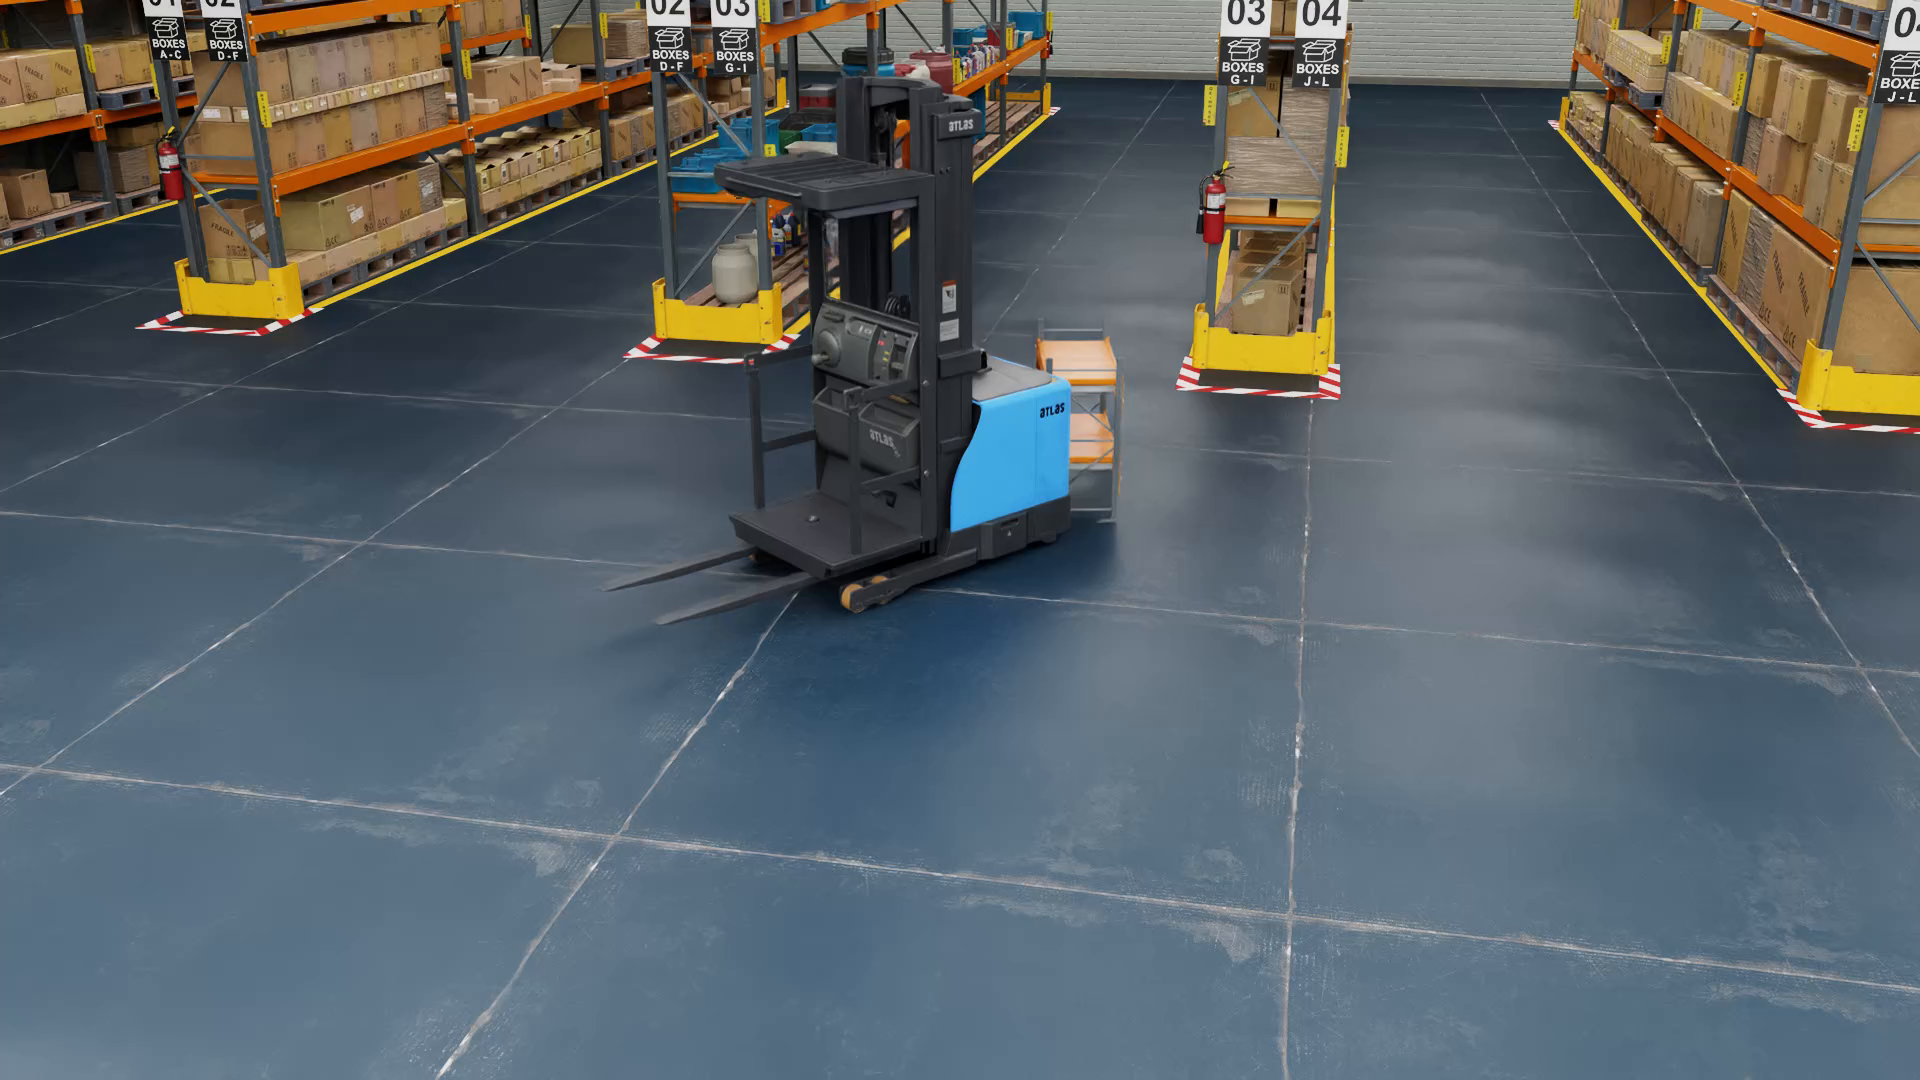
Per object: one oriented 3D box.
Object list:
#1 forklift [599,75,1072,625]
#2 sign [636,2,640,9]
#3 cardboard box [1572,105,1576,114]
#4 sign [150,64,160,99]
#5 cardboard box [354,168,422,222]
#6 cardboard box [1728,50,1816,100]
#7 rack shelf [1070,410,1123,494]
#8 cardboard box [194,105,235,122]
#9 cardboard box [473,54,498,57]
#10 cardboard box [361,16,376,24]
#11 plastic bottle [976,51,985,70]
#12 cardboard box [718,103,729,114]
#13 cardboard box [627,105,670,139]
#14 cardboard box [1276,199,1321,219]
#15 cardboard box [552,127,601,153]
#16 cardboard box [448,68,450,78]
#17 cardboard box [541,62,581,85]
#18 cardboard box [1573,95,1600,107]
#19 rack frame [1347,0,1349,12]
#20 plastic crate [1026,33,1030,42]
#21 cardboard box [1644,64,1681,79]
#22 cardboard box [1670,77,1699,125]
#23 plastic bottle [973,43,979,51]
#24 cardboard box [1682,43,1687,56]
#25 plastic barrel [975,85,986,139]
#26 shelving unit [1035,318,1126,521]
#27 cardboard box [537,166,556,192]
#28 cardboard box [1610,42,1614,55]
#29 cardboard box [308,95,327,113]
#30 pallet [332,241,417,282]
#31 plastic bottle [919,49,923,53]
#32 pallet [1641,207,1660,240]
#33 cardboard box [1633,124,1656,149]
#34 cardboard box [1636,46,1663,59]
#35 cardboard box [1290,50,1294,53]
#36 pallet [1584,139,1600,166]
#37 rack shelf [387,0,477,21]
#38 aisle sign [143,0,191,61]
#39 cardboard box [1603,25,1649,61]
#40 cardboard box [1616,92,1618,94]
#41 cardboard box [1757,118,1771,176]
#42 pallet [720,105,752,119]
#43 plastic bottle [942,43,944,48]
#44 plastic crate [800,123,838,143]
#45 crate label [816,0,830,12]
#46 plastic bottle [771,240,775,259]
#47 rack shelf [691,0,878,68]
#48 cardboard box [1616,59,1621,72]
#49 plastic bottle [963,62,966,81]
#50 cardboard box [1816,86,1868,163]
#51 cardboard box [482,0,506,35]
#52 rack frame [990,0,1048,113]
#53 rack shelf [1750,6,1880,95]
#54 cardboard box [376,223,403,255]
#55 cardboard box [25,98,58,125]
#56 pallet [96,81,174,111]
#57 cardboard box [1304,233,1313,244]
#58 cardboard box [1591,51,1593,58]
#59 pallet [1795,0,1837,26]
[{"bbox_3d":[-0.720,-1.154,9.795,3.031,2.935,1.130,-18,28,-37],"label":"forklift"},{"bbox_3d":[-5.156,-8.477,26.728,0.100,0.325,0.005,4,22,11],"label":"sign"},{"bbox_3d":[10.255,-7.071,27.250,0.380,0.149,0.250,4,22,11],"label":"cardboard box"},{"bbox_3d":[-7.601,-4.342,15.751,0.100,0.325,0.005,4,22,11],"label":"sign"},{"bbox_3d":[-6.349,-3.827,18.455,0.500,0.500,0.500,4,22,11],"label":"cardboard box"},{"bbox_3d":[8.475,-4.820,17.334,0.700,0.500,0.500,4,22,10],"label":"cardboard box"},{"bbox_3d":[0.808,-0.619,11.540,0.538,0.278,1.000,0,22,-1],"label":"rack shelf"},{"bbox_3d":[-7.181,-4.150,16.140,0.380,0.149,0.250,4,22,10],"label":"cardboard box"},{"bbox_3d":[-8.873,-9.009,31.124,0.380,0.149,0.250,5,22,11],"label":"cardboard box"},{"bbox_3d":[-9.527,-8.048,26.263,0.500,0.500,0.500,4,22,11],"label":"cardboard box"},{"bbox_3d":[0.283,-7.113,24.667,0.152,0.276,0.135,4,22,11],"label":"plastic bottle"},{"bbox_3d":[-4.160,-7.381,28.368,0.380,0.166,0.250,4,22,11],"label":"cardboard box"},{"bbox_3d":[-4.757,-6.329,25.311,0.500,0.500,0.500,4,22,9],"label":"cardboard box"},{"bbox_3d":[2.916,-2.861,14.279,0.380,0.149,0.250,4,22,11],"label":"cardboard box"},{"bbox_3d":[-5.306,-5.543,22.970,0.500,0.311,0.500,5,22,12],"label":"cardboard box"},{"bbox_3d":[-8.972,-8.126,28.931,0.380,0.149,0.250,5,23,13],"label":"cardboard box"},{"bbox_3d":[-5.557,-6.403,22.856,0.500,0.311,0.500,6,23,14],"label":"cardboard box"},{"bbox_3d":[10.170,-7.118,26.971,0.380,0.149,0.250,4,22,11],"label":"cardboard box"},{"bbox_3d":[2.625,-5.674,12.897,1.000,3.000,0.127,4,22,11],"label":"rack frame"},{"bbox_3d":[0.978,-8.609,28.488,0.396,0.136,0.243,4,22,11],"label":"plastic crate"},{"bbox_3d":[8.747,-5.834,20.700,0.380,0.149,0.250,5,22,12],"label":"cardboard box"},{"bbox_3d":[8.635,-5.119,19.415,0.500,0.500,0.500,4,22,10],"label":"cardboard box"},{"bbox_3d":[0.216,-7.285,24.993,0.144,0.351,0.185,4,22,11],"label":"plastic bottle"},{"bbox_3d":[9.643,-6.392,21.686,0.380,0.149,0.250,5,23,13],"label":"cardboard box"},{"bbox_3d":[0.097,-6.682,25.675,0.600,0.901,0.708,4,22,11],"label":"plastic barrel"},{"bbox_3d":[0.808,-0.846,11.449,0.538,1.125,1.048,0,22,-1],"label":"shelving unit"},{"bbox_3d":[-5.618,-4.721,21.680,0.500,0.250,0.500,5,22,12],"label":"cardboard box"},{"bbox_3d":[9.327,-6.878,23.291,0.380,0.149,0.250,4,22,10],"label":"cardboard box"},{"bbox_3d":[-6.624,-4.403,16.768,0.380,0.149,0.250,4,22,10],"label":"cardboard box"},{"bbox_3d":[-6.706,-3.082,18.224,1.003,0.211,1.213,4,22,11],"label":"pallet"},{"bbox_3d":[-0.555,-6.942,24.141,0.144,0.351,0.185,4,22,11],"label":"plastic bottle"},{"bbox_3d":[8.858,-3.826,20.072,1.003,0.211,1.213,4,22,11],"label":"pallet"},{"bbox_3d":[9.067,-5.241,21.632,0.500,0.250,0.500,5,22,12],"label":"cardboard box"},{"bbox_3d":[8.901,-6.256,21.350,0.380,0.149,0.250,5,22,13],"label":"cardboard box"},{"bbox_3d":[3.415,-4.451,16.021,0.500,0.500,0.500,4,22,11],"label":"cardboard box"},{"bbox_3d":[10.011,-5.820,25.022,1.003,0.211,1.213,4,22,11],"label":"pallet"},{"bbox_3d":[-5.848,-6.900,20.919,1.077,0.370,4.000,4,22,11],"label":"rack shelf"},{"bbox_3d":[-7.373,-4.852,15.407,0.394,0.787,0.004,4,22,11],"label":"aisle sign"},{"bbox_3d":[9.731,-7.248,24.303,0.500,0.500,0.500,4,22,11],"label":"cardboard box"},{"bbox_3d":[10.865,-7.264,27.331,0.380,0.149,0.250,5,22,12],"label":"cardboard box"},{"bbox_3d":[8.122,-3.670,15.751,0.875,0.550,0.550,4,22,11],"label":"cardboard box"},{"bbox_3d":[-4.236,-7.442,29.049,1.003,0.211,1.213,4,22,11],"label":"pallet"},{"bbox_3d":[-0.268,-7.502,25.622,0.061,0.283,0.133,4,22,11],"label":"plastic bottle"},{"bbox_3d":[-1.368,-4.238,17.559,0.499,0.251,0.616,4,22,11],"label":"plastic crate"},{"bbox_3d":[-1.519,-5.251,16.060,0.502,0.251,0.408,4,22,11],"label":"crate label"},{"bbox_3d":[-2.015,-3.089,17.665,0.097,0.201,0.097,0,22,0],"label":"plastic bottle"},{"bbox_3d":[-1.816,-5.058,16.346,1.077,0.370,4.000,4,22,11],"label":"rack shelf"},{"bbox_3d":[9.168,-6.457,22.644,0.380,0.149,0.250,3,22,9],"label":"cardboard box"},{"bbox_3d":[0.032,-6.612,23.427,0.097,0.271,0.097,0,22,0],"label":"plastic bottle"},{"bbox_3d":[7.595,-3.388,13.604,0.875,0.550,0.550,4,22,11],"label":"cardboard box"},{"bbox_3d":[-8.890,-9.561,30.176,0.980,0.700,0.700,4,22,10],"label":"cardboard box"},{"bbox_3d":[1.041,-9.121,29.485,1.000,3.000,0.127,4,22,11],"label":"rack frame"},{"bbox_3d":[7.868,-4.266,14.378,1.077,0.370,4.000,4,22,11],"label":"rack shelf"},{"bbox_3d":[-6.437,-3.295,18.139,0.500,0.250,0.500,4,22,11],"label":"cardboard box"},{"bbox_3d":[-11.016,-5.049,19.549,0.500,0.250,0.500,5,22,11],"label":"cardboard box"},{"bbox_3d":[-10.808,-5.667,21.166,1.003,0.211,1.213,4,22,11],"label":"pallet"},{"bbox_3d":[3.587,-3.622,18.589,0.700,0.500,0.500,3,22,7],"label":"cardboard box"},{"bbox_3d":[10.143,-7.637,26.137,0.380,0.149,0.250,4,22,10],"label":"cardboard box"},{"bbox_3d":[7.848,-4.546,14.231,1.003,0.211,1.213,4,22,11],"label":"pallet"}]
